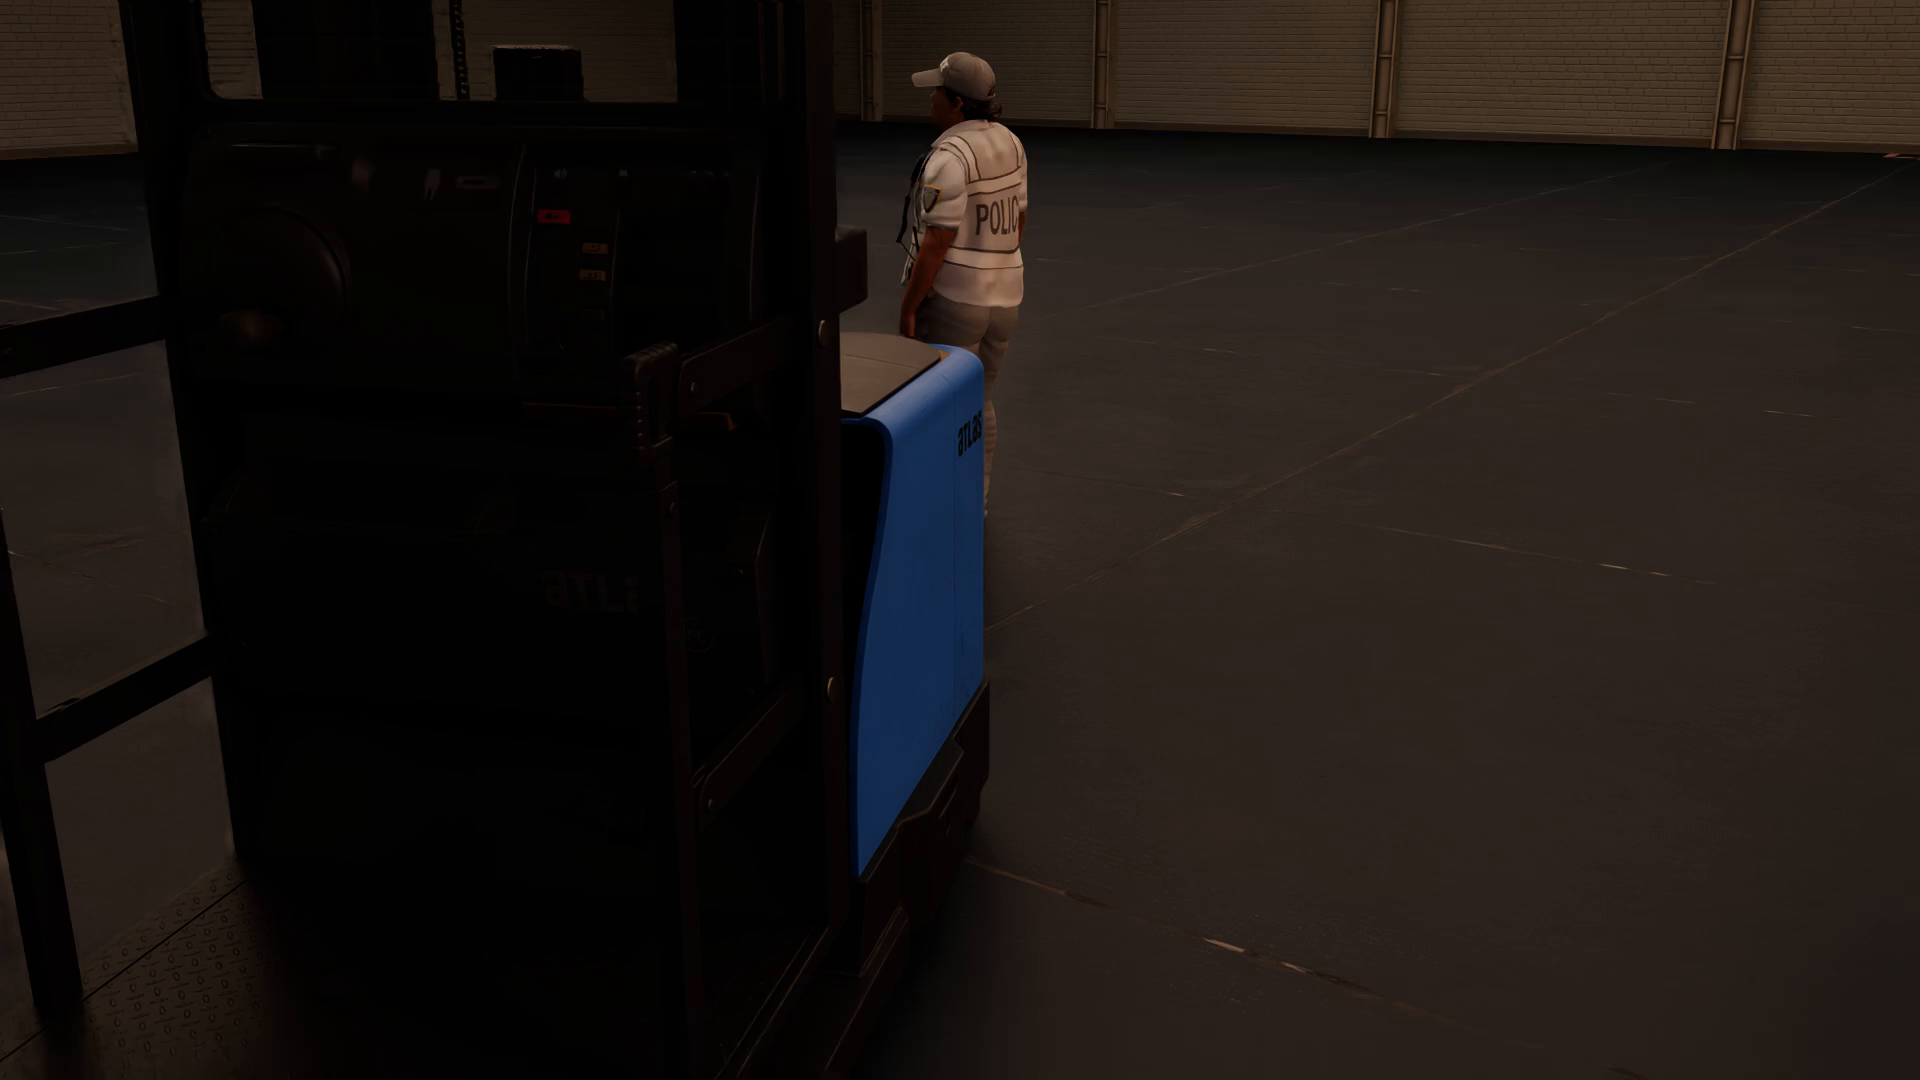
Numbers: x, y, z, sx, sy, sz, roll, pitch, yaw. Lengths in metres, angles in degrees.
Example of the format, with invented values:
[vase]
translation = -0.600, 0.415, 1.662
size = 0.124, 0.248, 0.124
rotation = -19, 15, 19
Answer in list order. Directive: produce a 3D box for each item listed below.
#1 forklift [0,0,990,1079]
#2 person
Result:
[forklift]
translation = -0.781, -0.426, 2.258
size = 1.130, 2.935, 3.031
rotation = 4, 17, 13
[person]
translation = -0.050, -0.818, 5.769
size = 0.529, 1.660, 0.598
rotation = 11, 20, 33
